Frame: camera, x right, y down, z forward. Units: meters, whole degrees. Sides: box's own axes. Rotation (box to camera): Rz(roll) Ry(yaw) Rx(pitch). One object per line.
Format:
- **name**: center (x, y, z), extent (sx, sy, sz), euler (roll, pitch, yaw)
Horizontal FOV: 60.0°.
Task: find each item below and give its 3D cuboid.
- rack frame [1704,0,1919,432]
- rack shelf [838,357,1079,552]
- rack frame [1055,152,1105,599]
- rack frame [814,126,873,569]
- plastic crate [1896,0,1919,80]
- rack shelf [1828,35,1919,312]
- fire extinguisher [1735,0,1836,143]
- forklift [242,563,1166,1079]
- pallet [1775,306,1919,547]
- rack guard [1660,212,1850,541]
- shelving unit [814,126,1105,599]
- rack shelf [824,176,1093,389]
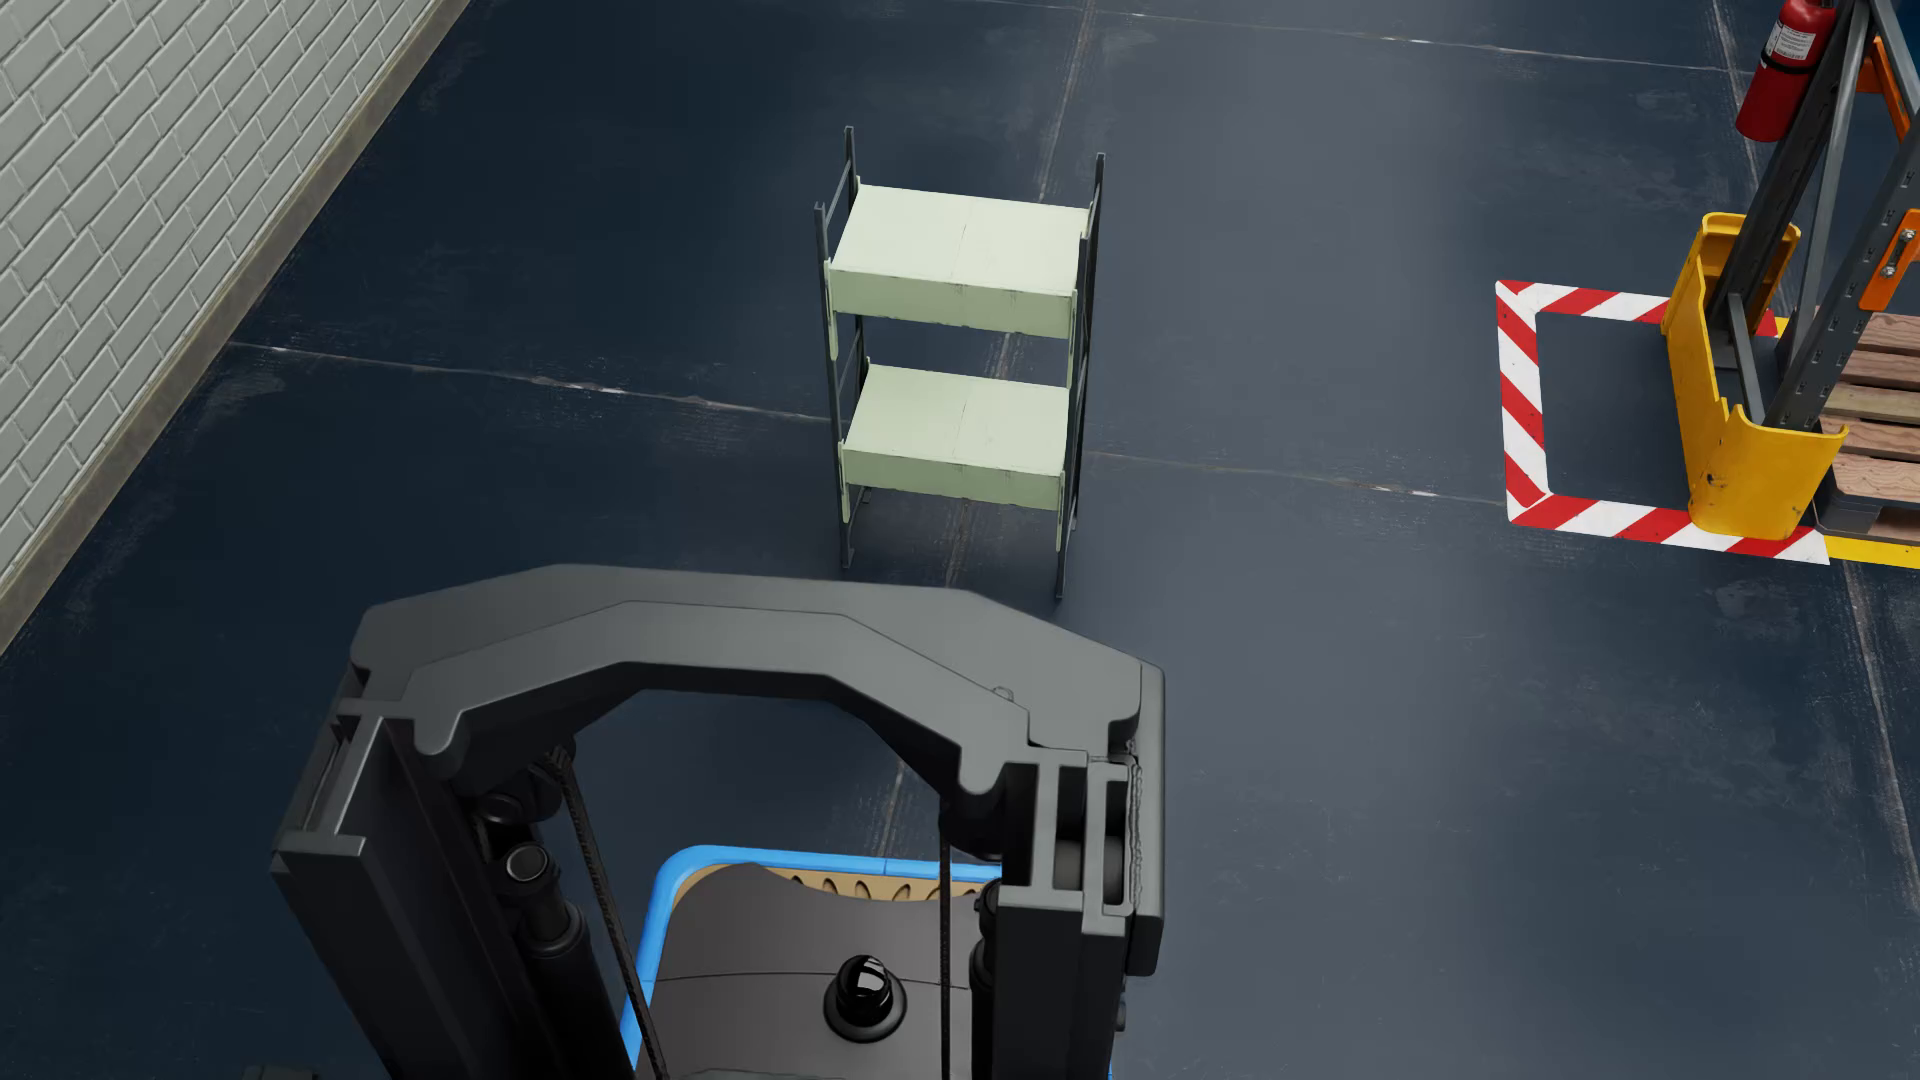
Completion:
- **rack frame**: center (2.843, -1.448, 5.034), extent (0.127, 3.000, 1.000), euler (8, 49, 7)
- **rack shelf**: center (0.007, -0.282, 5.434), extent (0.720, 0.370, 0.431), euler (8, 49, 7)
- **rack frame**: center (0.367, -0.452, 5.148), extent (0.023, 1.500, 0.400), euler (8, 49, 7)
- **rack frame**: center (-0.354, -0.549, 5.235), extent (0.023, 1.500, 0.400), euler (8, 49, 7)
- **plastic crate**: center (3.206, -1.572, 5.082), extent (0.499, 0.435, 0.616), euler (8, 49, 7)
- **rack shelf**: center (4.811, -0.943, 5.064), extent (4.000, 0.370, 1.077), euler (8, 49, 7)
- **fire extinguisher**: center (2.775, -1.650, 5.518), extent (0.183, 0.674, 0.296), euler (8, 49, 7)
- **forklift**: center (-0.291, 1.538, 2.398), extent (1.130, 2.935, 3.031), euler (4, 48, 3)
- **pallet**: center (3.648, -0.378, 5.948), extent (1.213, 0.211, 1.003), euler (8, 49, 7)
- **rack guard**: center (2.817, -0.606, 5.958), extent (0.348, 0.500, 1.175), euler (8, 49, 7)
- **shelving unit**: center (0.007, -0.500, 5.191), extent (0.755, 1.500, 0.431), euler (8, 49, 7)
- **rack shelf**: center (0.007, -0.761, 4.901), extent (0.720, 0.370, 0.431), euler (8, 49, 7)
